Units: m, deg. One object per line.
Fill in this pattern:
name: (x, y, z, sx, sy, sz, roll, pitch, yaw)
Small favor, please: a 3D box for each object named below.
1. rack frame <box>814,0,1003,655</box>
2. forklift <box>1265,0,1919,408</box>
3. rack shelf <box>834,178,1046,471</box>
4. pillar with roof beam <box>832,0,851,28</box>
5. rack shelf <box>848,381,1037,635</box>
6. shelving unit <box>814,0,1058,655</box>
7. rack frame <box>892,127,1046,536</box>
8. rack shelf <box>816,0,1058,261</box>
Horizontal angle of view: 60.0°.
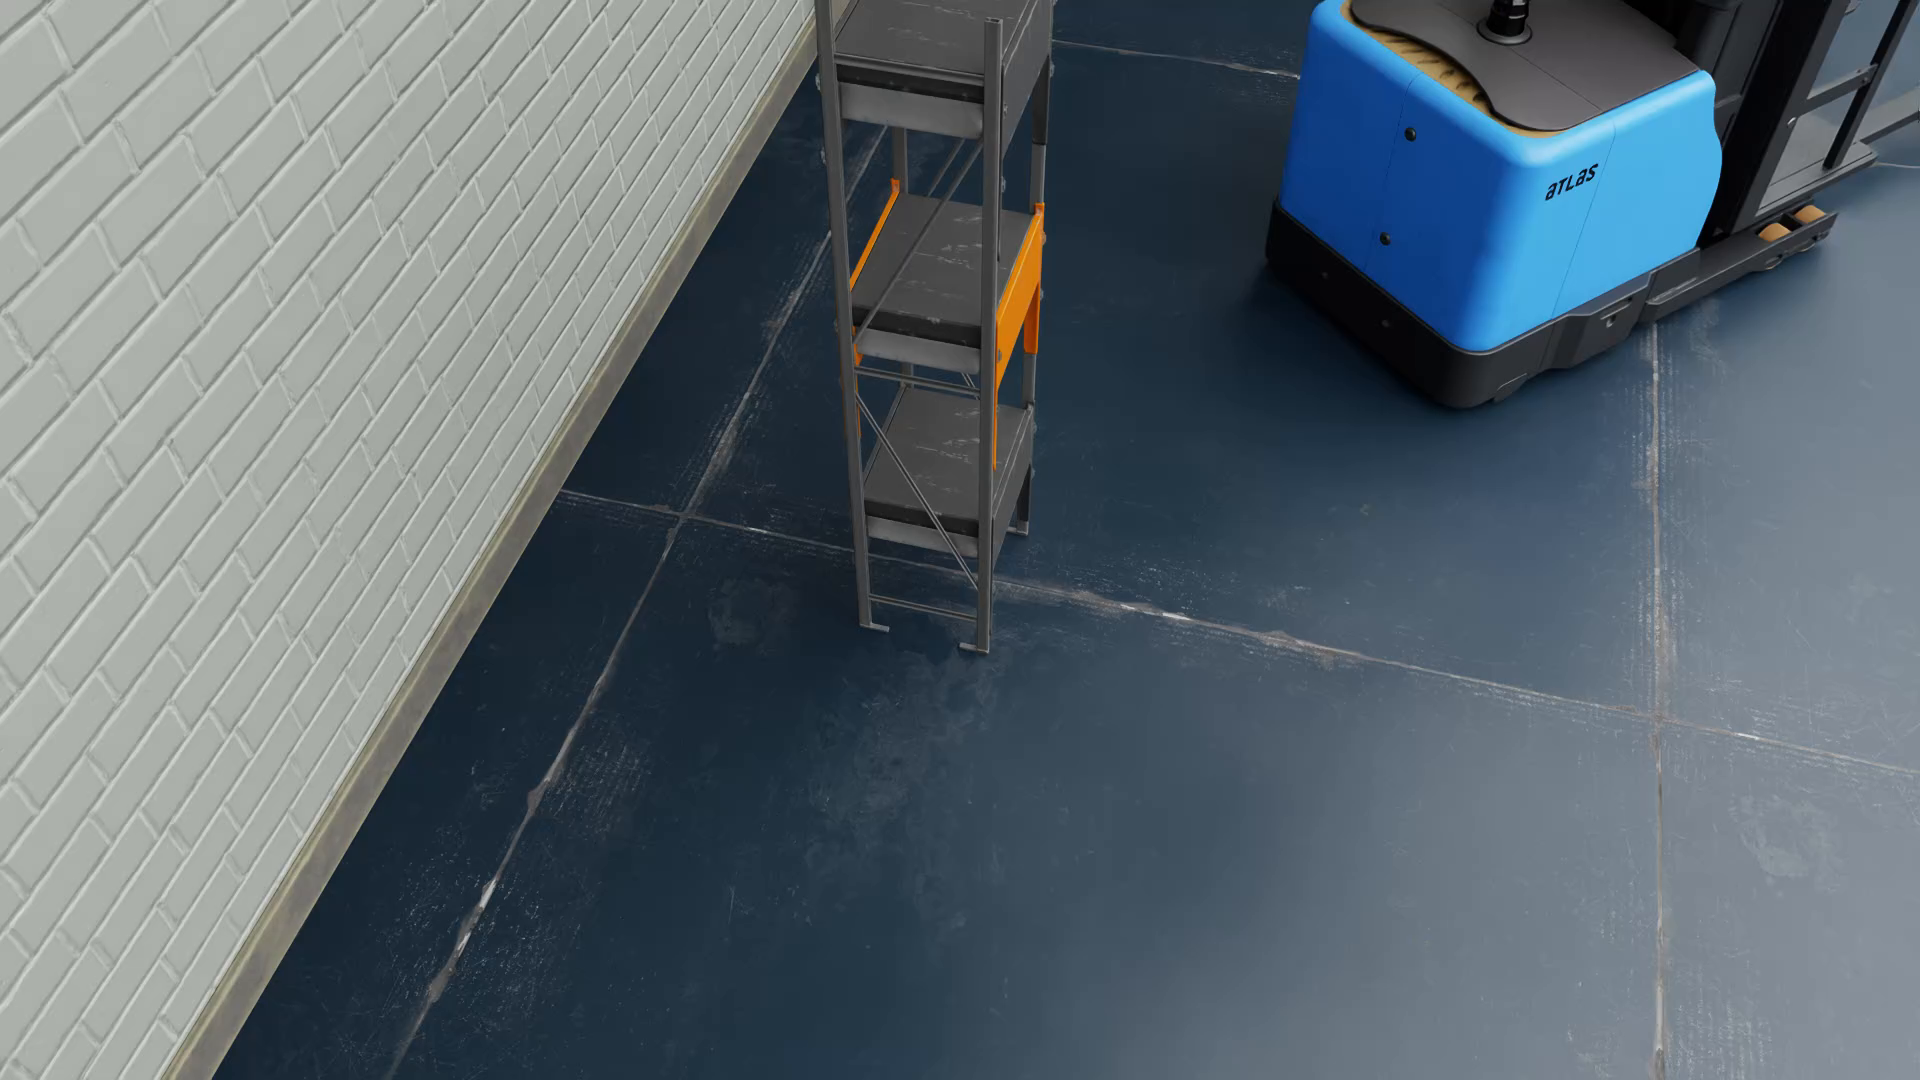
rack frame: (-0.108, -0.399, 4.201, 0.400, 2.100, 0.015, 12, 50, 10)
forklift: (2.631, -2.276, 5.304, 3.031, 2.935, 1.130, -26, 53, -21)
rack shelf: (-0.044, -0.566, 4.367, 0.431, 0.518, 0.480, 12, 50, 10)
pillar with roof beam: (3.758, -4.439, 3.166, 9.100, 9.000, 0.400, 12, 50, 10)
rack shelf: (-0.044, -0.103, 4.892, 0.431, 0.518, 0.480, 12, 50, 10)
shelving unit: (-0.044, -0.575, 4.357, 0.431, 2.100, 0.503, 12, 50, 10)
rack frame: (0.021, -0.752, 4.513, 0.400, 2.100, 0.015, 12, 50, 10)
rack shelf: (-0.044, -1.029, 3.842, 0.431, 0.518, 0.480, 12, 50, 10)
